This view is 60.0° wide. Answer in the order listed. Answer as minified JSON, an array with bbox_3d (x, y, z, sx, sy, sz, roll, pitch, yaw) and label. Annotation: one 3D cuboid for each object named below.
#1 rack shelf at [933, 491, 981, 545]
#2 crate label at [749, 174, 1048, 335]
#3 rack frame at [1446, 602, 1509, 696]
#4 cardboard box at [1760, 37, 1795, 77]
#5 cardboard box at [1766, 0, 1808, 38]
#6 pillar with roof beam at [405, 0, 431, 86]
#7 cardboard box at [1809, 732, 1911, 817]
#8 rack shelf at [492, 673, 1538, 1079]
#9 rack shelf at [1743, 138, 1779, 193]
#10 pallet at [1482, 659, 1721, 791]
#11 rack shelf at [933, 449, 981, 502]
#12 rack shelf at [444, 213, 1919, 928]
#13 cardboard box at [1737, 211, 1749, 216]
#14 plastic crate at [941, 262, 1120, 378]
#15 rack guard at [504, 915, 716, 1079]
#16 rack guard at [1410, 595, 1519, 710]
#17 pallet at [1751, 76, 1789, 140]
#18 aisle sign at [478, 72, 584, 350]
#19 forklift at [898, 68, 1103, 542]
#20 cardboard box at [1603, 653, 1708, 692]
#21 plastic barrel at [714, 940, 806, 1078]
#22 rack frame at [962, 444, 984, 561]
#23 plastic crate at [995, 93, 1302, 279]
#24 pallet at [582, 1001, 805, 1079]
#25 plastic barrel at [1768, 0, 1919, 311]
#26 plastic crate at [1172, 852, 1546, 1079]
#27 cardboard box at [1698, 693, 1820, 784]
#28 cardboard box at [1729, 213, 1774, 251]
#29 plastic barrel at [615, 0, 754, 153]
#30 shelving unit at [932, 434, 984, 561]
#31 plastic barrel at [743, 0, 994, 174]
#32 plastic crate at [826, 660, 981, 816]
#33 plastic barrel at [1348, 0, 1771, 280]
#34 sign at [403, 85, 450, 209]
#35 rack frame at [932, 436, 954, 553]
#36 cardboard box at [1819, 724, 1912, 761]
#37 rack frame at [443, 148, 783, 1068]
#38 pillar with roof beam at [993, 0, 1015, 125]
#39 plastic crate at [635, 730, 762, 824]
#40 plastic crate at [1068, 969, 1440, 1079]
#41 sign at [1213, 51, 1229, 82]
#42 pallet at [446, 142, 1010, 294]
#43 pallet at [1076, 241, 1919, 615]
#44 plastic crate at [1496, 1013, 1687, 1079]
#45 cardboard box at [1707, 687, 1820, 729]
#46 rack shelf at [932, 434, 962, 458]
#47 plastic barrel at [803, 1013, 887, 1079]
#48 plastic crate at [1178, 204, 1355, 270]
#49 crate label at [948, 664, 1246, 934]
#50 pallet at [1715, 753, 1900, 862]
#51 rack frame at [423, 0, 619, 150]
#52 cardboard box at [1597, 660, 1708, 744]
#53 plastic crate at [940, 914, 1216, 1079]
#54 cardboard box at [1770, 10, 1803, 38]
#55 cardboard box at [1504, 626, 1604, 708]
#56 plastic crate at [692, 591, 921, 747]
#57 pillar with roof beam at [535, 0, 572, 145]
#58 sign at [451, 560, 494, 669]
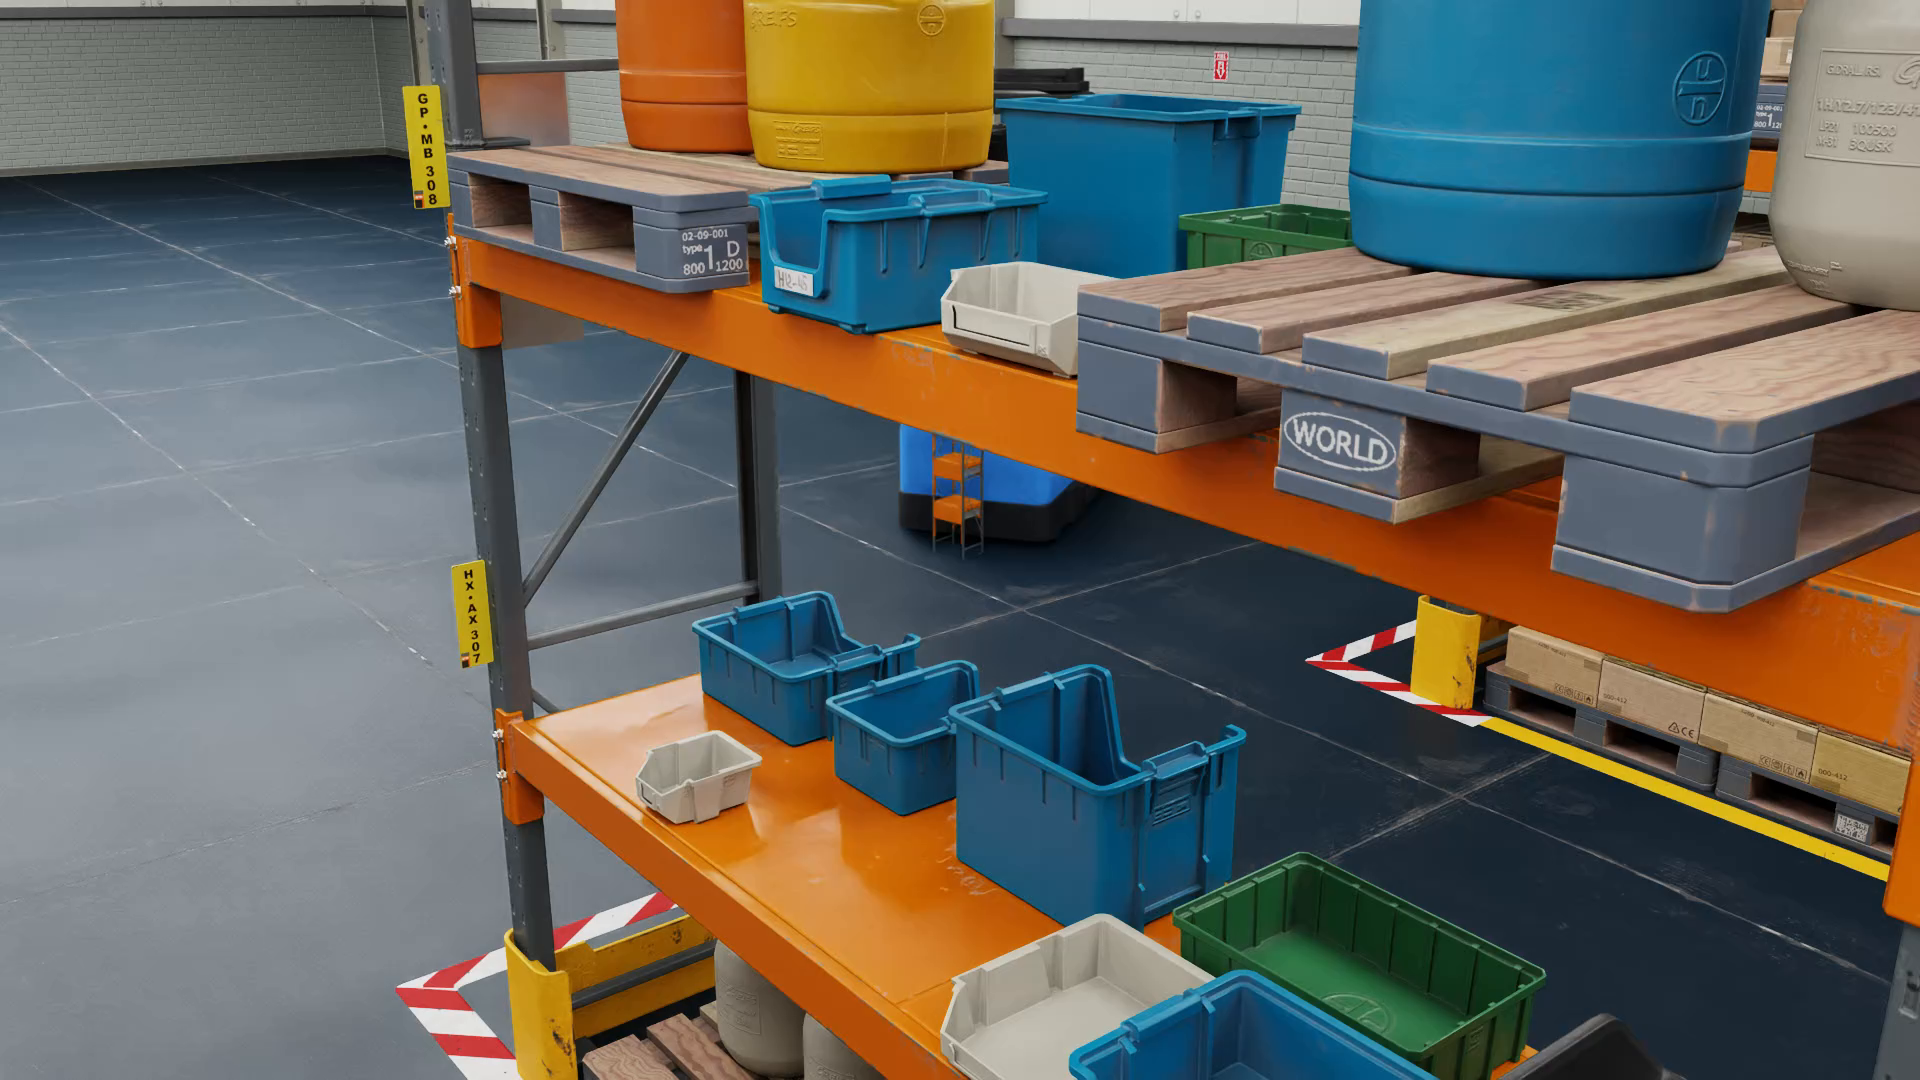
[{"bbox_3d":[-0.012,-0.141,10.537,0.240,0.259,0.215,15,24,38],"label":"rack shelf"},{"bbox_3d":[-0.121,-0.579,3.305,0.502,0.251,0.408,-14,23,-36],"label":"crate label"},{"bbox_3d":[2.861,-0.718,8.258,1.000,3.000,0.127,-14,23,-36],"label":"rack frame"},{"bbox_3d":[3.454,-1.964,6.758,0.380,0.149,0.250,-14,23,-36],"label":"cardboard box"},{"bbox_3d":[3.215,-2.314,7.252,0.797,0.503,0.637,-12,22,-32],"label":"cardboard box"},{"bbox_3d":[-14.146,-11.082,30.014,9.100,9.000,0.400,-14,23,-36],"label":"pillar with roof beam"},{"bbox_3d":[3.950,0.934,6.977,0.500,0.250,0.500,-14,23,-36],"label":"cardboard box"},{"bbox_3d":[0.218,1.083,3.966,1.077,0.370,4.000,-14,23,-36],"label":"rack shelf"},{"bbox_3d":[4.103,-1.307,6.411,1.077,0.370,4.000,-14,23,-36],"label":"rack shelf"},{"bbox_3d":[3.369,0.786,8.152,1.003,0.211,1.213,-14,23,-36],"label":"pallet"},{"bbox_3d":[-0.012,-0.405,10.450,0.240,0.259,0.215,15,24,38],"label":"rack shelf"},{"bbox_3d":[0.218,-0.341,3.494,1.077,0.370,4.000,-14,23,-36],"label":"rack shelf"},{"bbox_3d":[3.174,-1.250,7.644,0.700,0.500,0.500,-14,23,-36],"label":"cardboard box"},{"bbox_3d":[0.146,-0.382,2.890,0.243,0.136,0.396,-14,23,-36],"label":"plastic crate"},{"bbox_3d":[-0.940,1.444,5.705,1.175,0.500,0.348,-14,23,-36],"label":"rack guard"},{"bbox_3d":[2.847,0.463,8.669,1.175,0.500,0.348,-14,23,-36],"label":"rack guard"},{"bbox_3d":[3.280,-1.920,7.259,1.003,0.211,1.213,-14,23,-36],"label":"pallet"},{"bbox_3d":[-1.298,-0.946,4.813,0.394,0.787,0.004,-14,23,-36],"label":"aisle sign"},{"bbox_3d":[0.558,-1.803,11.646,1.130,2.935,3.031,6,19,18],"label":"forklift"},{"bbox_3d":[3.332,0.331,7.605,0.500,0.500,0.500,-14,23,-36],"label":"cardboard box"},{"bbox_3d":[-0.555,1.377,5.221,0.421,0.512,0.421,0,18,0],"label":"plastic barrel"},{"bbox_3d":[0.080,-0.390,10.370,0.008,1.050,0.200,15,24,38],"label":"rack frame"},{"bbox_3d":[0.396,-0.757,3.630,0.392,0.384,0.575,-14,23,-36],"label":"plastic crate"},{"bbox_3d":[-0.439,1.783,5.143,1.003,0.211,1.213,-14,23,-36],"label":"pallet"},{"bbox_3d":[1.346,-0.587,2.245,0.421,0.512,0.421,0,18,0],"label":"plastic barrel"},{"bbox_3d":[0.838,0.945,3.574,0.450,0.188,0.662,-14,23,-36],"label":"plastic crate"},{"bbox_3d":[3.643,0.810,7.352,0.500,0.250,0.500,-14,23,-36],"label":"cardboard box"},{"bbox_3d":[3.505,-1.122,7.256,0.700,0.500,0.500,-15,23,-38],"label":"cardboard box"},{"bbox_3d":[-0.622,-1.484,4.449,0.600,0.830,0.708,-14,23,-36],"label":"plastic barrel"},{"bbox_3d":[-0.012,-0.415,10.446,0.252,1.050,0.215,15,24,38],"label":"shelving unit"},{"bbox_3d":[-0.216,-1.208,4.000,0.600,0.588,0.600,0,18,0],"label":"plastic barrel"},{"bbox_3d":[-0.080,0.545,4.682,0.499,0.251,0.408,-14,23,-36],"label":"plastic crate"},{"bbox_3d":[0.926,-0.894,2.552,0.600,0.901,0.708,-14,23,-36],"label":"plastic barrel"},{"bbox_3d":[-1.458,-1.074,4.547,0.100,0.325,0.005,-14,23,-36],"label":"sign"},{"bbox_3d":[-0.104,-0.440,10.522,0.008,1.050,0.200,15,24,38],"label":"rack frame"},{"bbox_3d":[3.949,0.578,6.858,0.500,0.500,0.500,-14,23,-36],"label":"cardboard box"},{"bbox_3d":[-1.024,0.248,5.341,1.000,3.000,0.127,-14,23,-36],"label":"rack frame"},{"bbox_3d":[-2.970,-6.646,16.619,9.100,9.000,0.400,-14,23,-36],"label":"pillar with roof beam"},{"bbox_3d":[-0.720,0.657,4.527,0.298,0.136,0.250,-14,23,-36],"label":"plastic crate"},{"bbox_3d":[0.560,1.085,3.051,0.499,0.251,0.616,-14,23,-36],"label":"plastic crate"},{"bbox_3d":[2.698,-4.898,17.196,0.001,0.298,0.199,-14,23,-36],"label":"sign"},{"bbox_3d":[-0.587,-0.863,4.226,1.003,0.211,1.213,-14,23,-36],"label":"pallet"},{"bbox_3d":[0.935,-0.259,2.402,1.213,0.211,1.003,-14,23,-36],"label":"pallet"},{"bbox_3d":[1.234,1.110,2.839,0.767,0.338,0.504,-14,23,-36],"label":"plastic crate"},{"bbox_3d":[3.653,0.451,7.240,0.500,0.500,0.500,-14,23,-36],"label":"cardboard box"},{"bbox_3d":[-0.012,-0.675,10.360,0.240,0.259,0.215,15,24,38],"label":"rack shelf"},{"bbox_3d":[-0.244,1.501,4.848,0.421,0.512,0.421,0,18,0],"label":"plastic barrel"},{"bbox_3d":[0.694,-0.531,3.261,0.336,0.188,0.450,-14,23,-36],"label":"plastic crate"},{"bbox_3d":[0.331,0.632,4.125,0.502,0.435,0.616,-14,23,-36],"label":"crate label"},{"bbox_3d":[4.122,1.087,7.244,1.003,0.211,1.213,-14,23,-36],"label":"pallet"},{"bbox_3d":[-1.024,-2.600,4.398,1.000,3.000,0.127,-14,23,-36],"label":"rack frame"},{"bbox_3d":[3.333,0.686,7.724,0.500,0.250,0.500,-14,23,-36],"label":"cardboard box"},{"bbox_3d":[0.253,1.008,3.465,0.530,0.136,0.437,-14,23,-36],"label":"plastic crate"},{"bbox_3d":[3.783,-2.104,7.020,0.500,0.250,0.500,-14,23,-36],"label":"cardboard box"},{"bbox_3d":[3.020,0.564,8.094,0.500,0.250,0.500,-14,23,-36],"label":"cardboard box"},{"bbox_3d":[-0.478,0.384,5.168,0.499,0.251,0.616,-14,23,-36],"label":"plastic crate"},{"bbox_3d":[-10.421,-9.603,25.549,9.100,9.000,0.400,-14,23,-36],"label":"pillar with roof beam"},{"bbox_3d":[-1.458,0.223,4.976,0.100,0.325,0.005,-14,23,-36],"label":"sign"}]
